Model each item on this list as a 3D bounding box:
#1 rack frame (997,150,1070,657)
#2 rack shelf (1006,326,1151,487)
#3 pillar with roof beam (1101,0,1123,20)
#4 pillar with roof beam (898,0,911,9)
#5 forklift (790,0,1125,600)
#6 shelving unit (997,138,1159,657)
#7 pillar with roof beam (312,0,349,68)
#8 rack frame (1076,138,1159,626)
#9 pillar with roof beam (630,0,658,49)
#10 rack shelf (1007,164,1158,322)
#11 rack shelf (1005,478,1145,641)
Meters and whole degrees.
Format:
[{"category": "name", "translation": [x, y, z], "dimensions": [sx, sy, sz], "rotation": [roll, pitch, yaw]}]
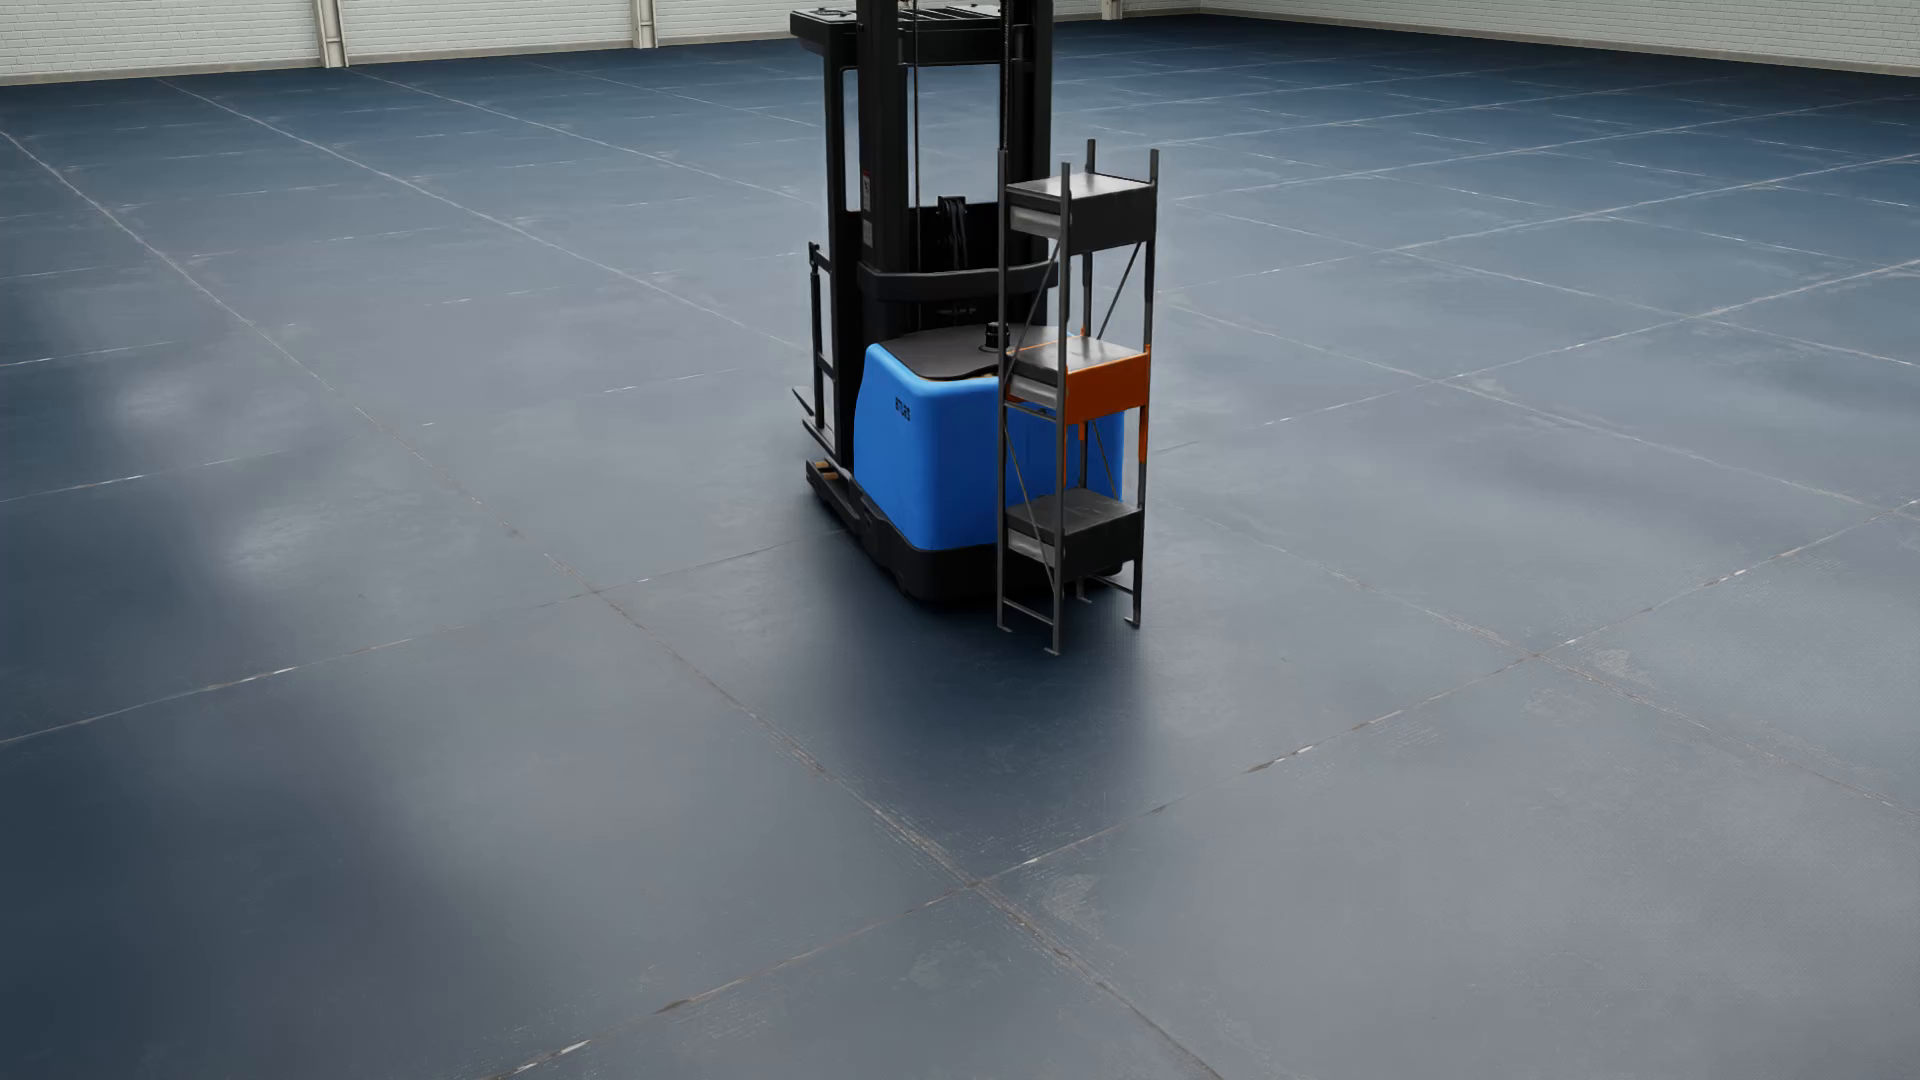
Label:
[{"category": "rack frame", "translation": [0.294, -0.527, 6.901], "dimensions": [0.015, 2.100, 0.400], "rotation": [-18, 28, -36]}, {"category": "rack shelf", "translation": [0.482, -0.574, 7.051], "dimensions": [0.480, 0.518, 0.431], "rotation": [-18, 28, -36]}, {"category": "pillar with roof beam", "translation": [6.084, -15.148, 34.231], "dimensions": [0.400, 9.000, 9.100], "rotation": [-15, 26, -33]}, {"category": "pillar with roof beam", "translation": [1.213, -13.849, 30.977], "dimensions": [0.400, 9.000, 9.100], "rotation": [-15, 26, -33]}, {"category": "forklift", "translation": [-0.198, -1.603, 8.475], "dimensions": [1.130, 2.935, 3.031], "rotation": [-7, 23, -18]}, {"category": "shelving unit", "translation": [0.482, -0.587, 7.045], "dimensions": [0.503, 2.100, 0.431], "rotation": [-18, 28, -36]}, {"category": "pillar with roof beam", "translation": [-8.528, -11.252, 24.468], "dimensions": [0.400, 9.000, 9.100], "rotation": [-15, 26, -33]}, {"category": "rack frame", "translation": [0.669, -0.646, 7.190], "dimensions": [0.015, 2.100, 0.400], "rotation": [-18, 28, -36]}, {"category": "pillar with roof beam", "translation": [-3.657, -12.550, 27.722], "dimensions": [0.400, 9.000, 9.100], "rotation": [-15, 26, -33]}, {"category": "rack shelf", "translation": [0.479, -1.223, 6.789], "dimensions": [0.480, 0.518, 0.431], "rotation": [-18, 28, -36]}, {"category": "rack shelf", "translation": [0.485, 0.075, 7.313], "dimensions": [0.480, 0.518, 0.431], "rotation": [-18, 28, -36]}]
